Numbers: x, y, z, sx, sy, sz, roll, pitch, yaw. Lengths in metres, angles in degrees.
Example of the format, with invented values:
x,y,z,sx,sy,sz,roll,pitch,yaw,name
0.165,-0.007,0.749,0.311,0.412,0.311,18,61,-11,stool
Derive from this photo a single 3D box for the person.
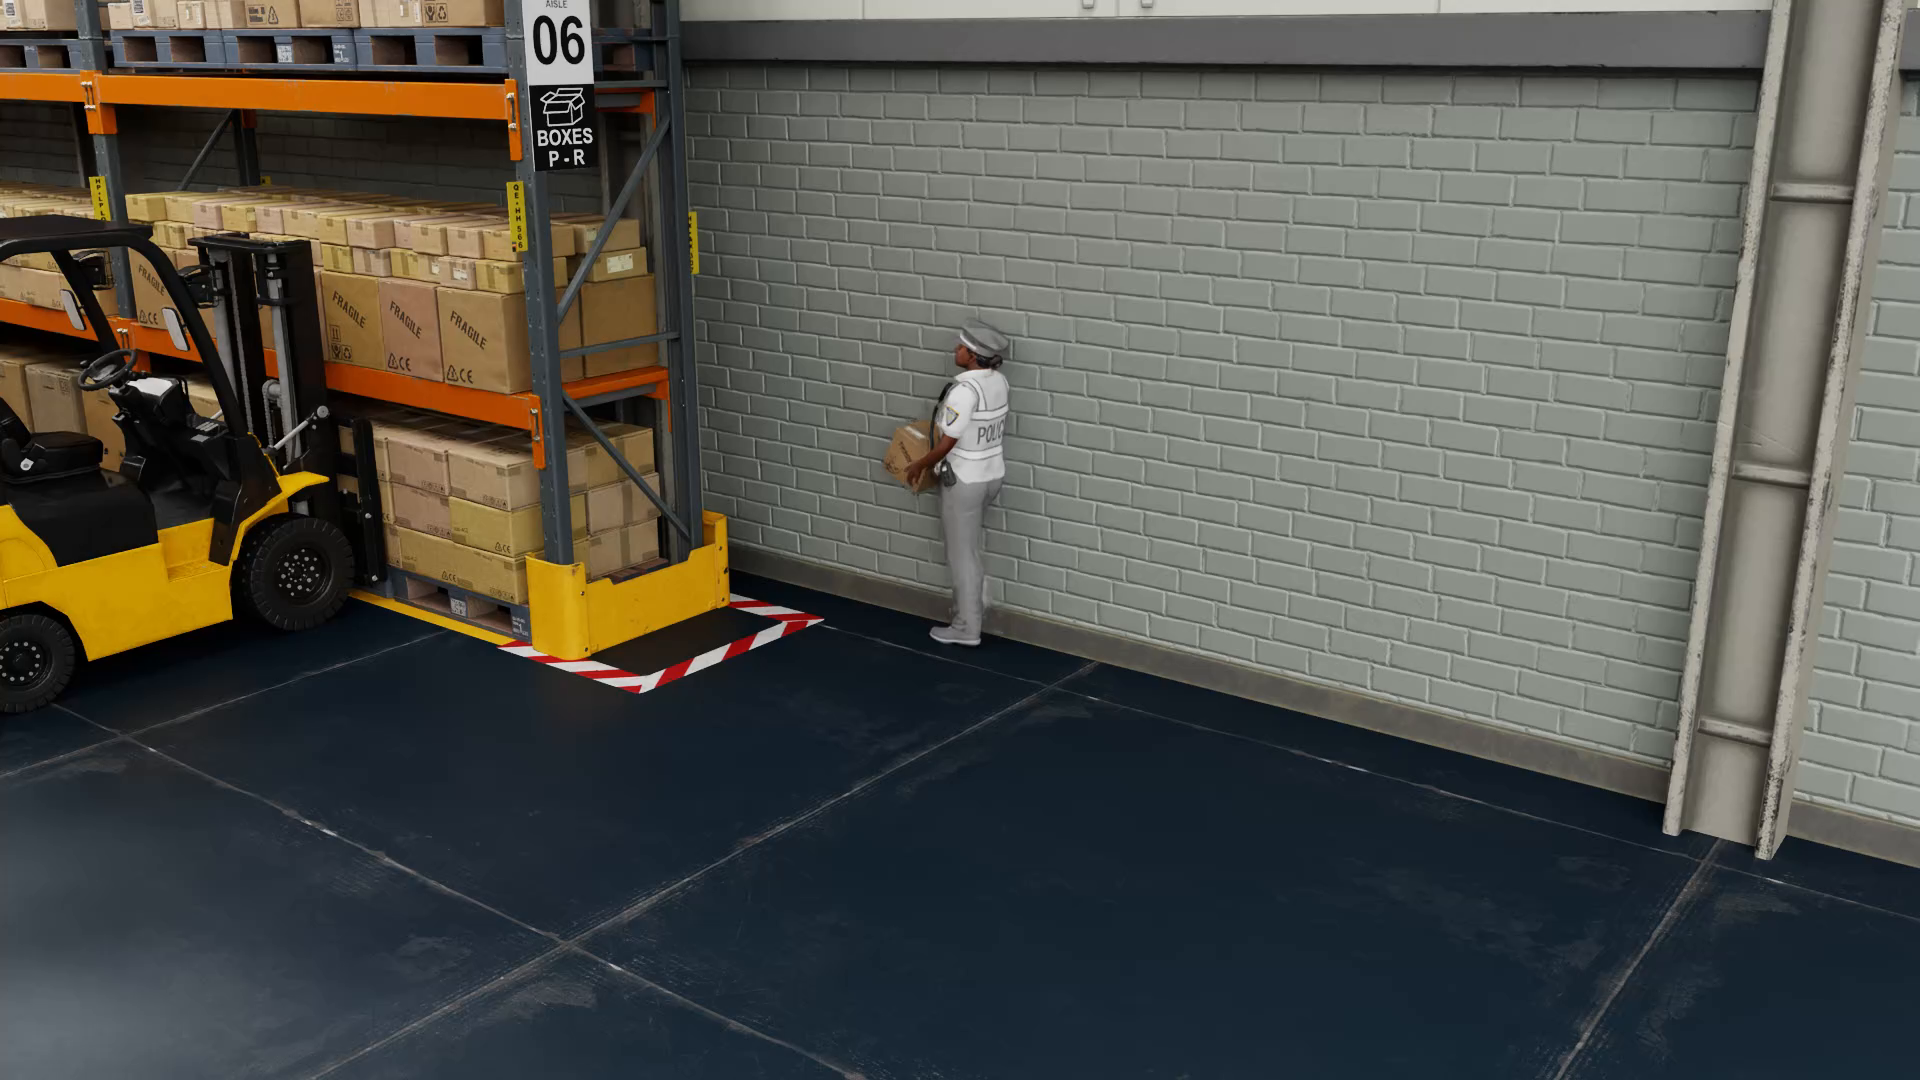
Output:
x,y,z,sx,sy,sz,roll,pitch,yaw,name
-0.001,-0.305,8.490,0.526,1.695,0.489,9,19,29,person
